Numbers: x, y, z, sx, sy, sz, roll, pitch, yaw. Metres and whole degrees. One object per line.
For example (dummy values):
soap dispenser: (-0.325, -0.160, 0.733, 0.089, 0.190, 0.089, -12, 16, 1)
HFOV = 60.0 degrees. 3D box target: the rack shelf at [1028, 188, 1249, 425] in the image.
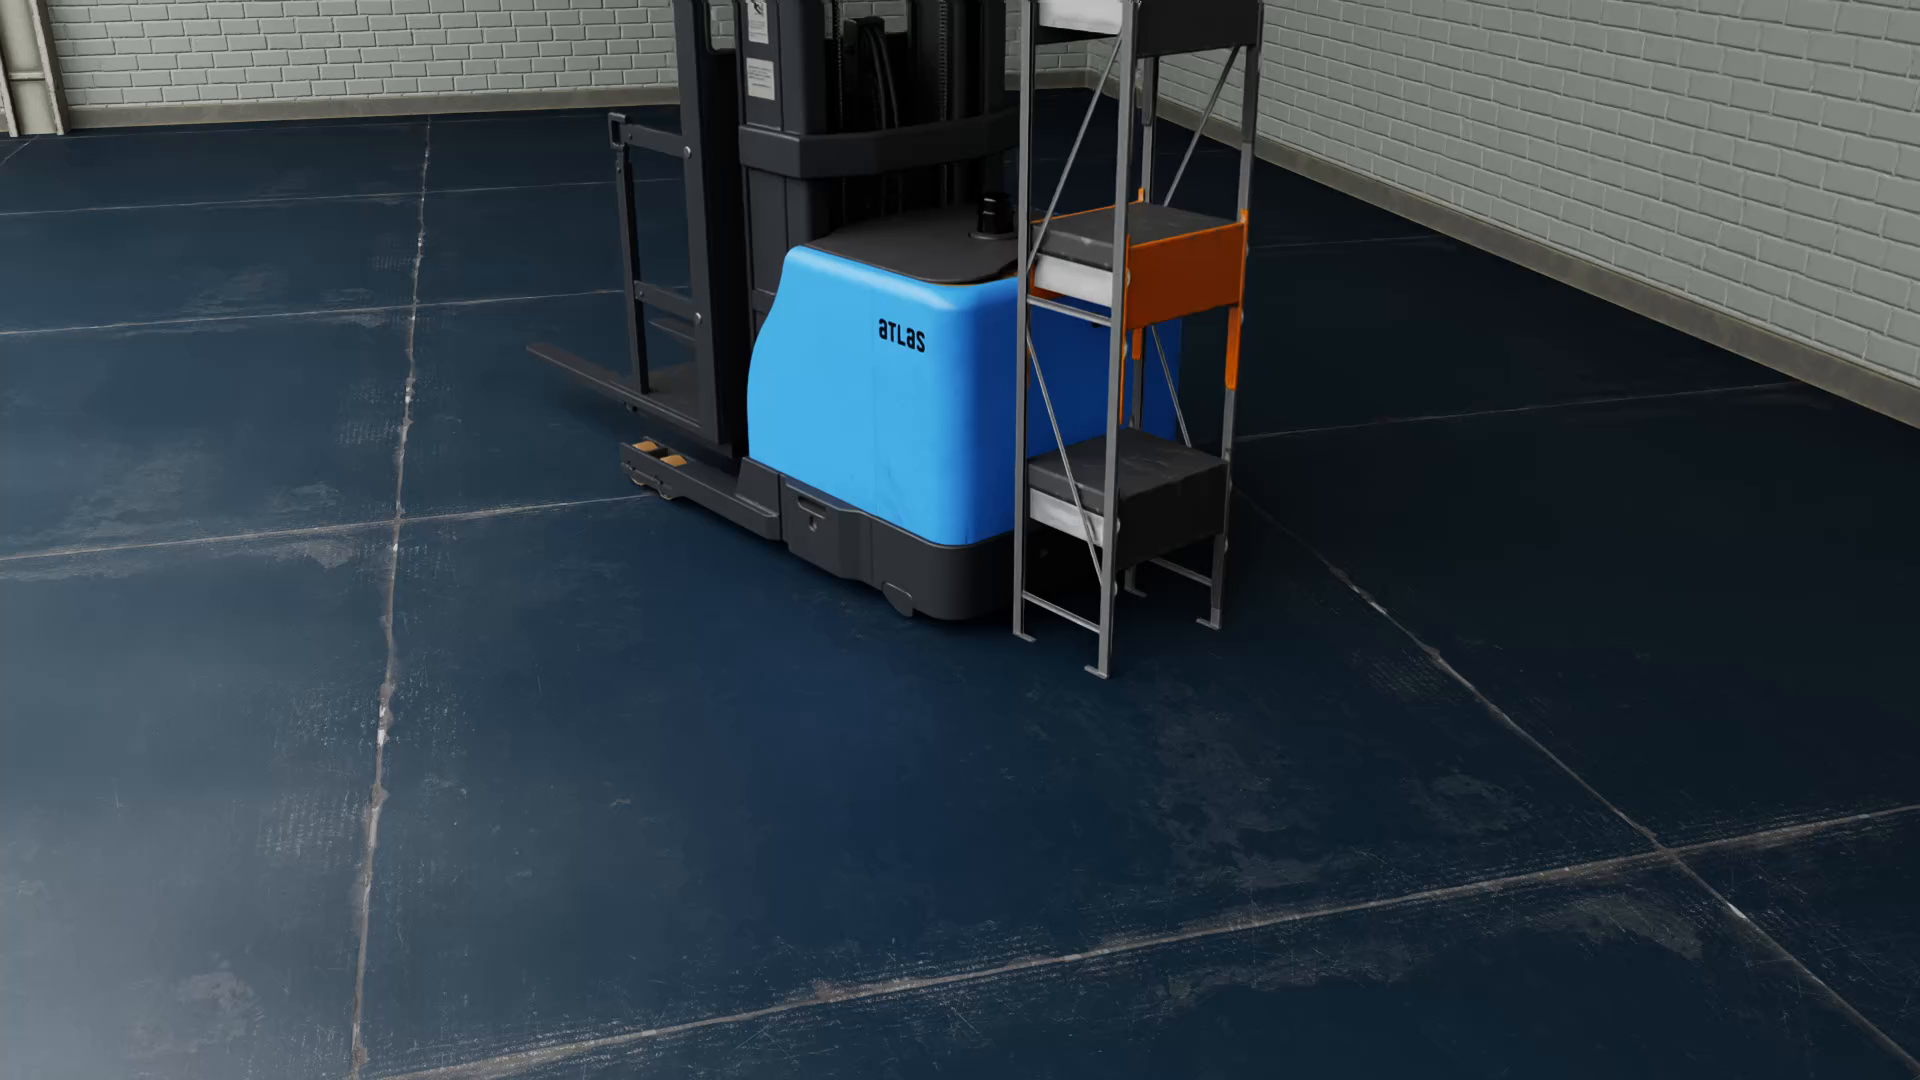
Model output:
rack shelf: (0.482, -0.671, 4.685, 0.480, 0.518, 0.431, -19, 30, -37)

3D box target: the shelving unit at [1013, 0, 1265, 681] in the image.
shelving unit: (0.482, -0.683, 4.680, 0.503, 2.100, 0.431, -19, 30, -37)

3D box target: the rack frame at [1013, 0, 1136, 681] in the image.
rack frame: (0.298, -0.620, 4.533, 0.015, 2.100, 0.400, -19, 30, -37)

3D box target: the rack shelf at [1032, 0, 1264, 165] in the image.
rack shelf: (0.482, -1.314, 4.409, 0.480, 0.518, 0.431, -19, 30, -37)

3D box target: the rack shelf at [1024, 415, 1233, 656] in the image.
rack shelf: (0.482, -0.027, 4.961, 0.480, 0.518, 0.431, -19, 30, -37)

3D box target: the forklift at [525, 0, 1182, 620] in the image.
forklift: (-0.620, -1.607, 5.779, 1.130, 2.935, 3.031, -19, 30, -37)

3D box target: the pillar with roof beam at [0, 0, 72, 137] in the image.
pillar with roof beam: (-6.243, -5.788, 7.827, 0.400, 9.000, 9.100, -6, 24, -14)

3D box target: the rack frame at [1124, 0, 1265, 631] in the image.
rack frame: (0.667, -0.746, 4.826, 0.015, 2.100, 0.400, -19, 30, -37)
